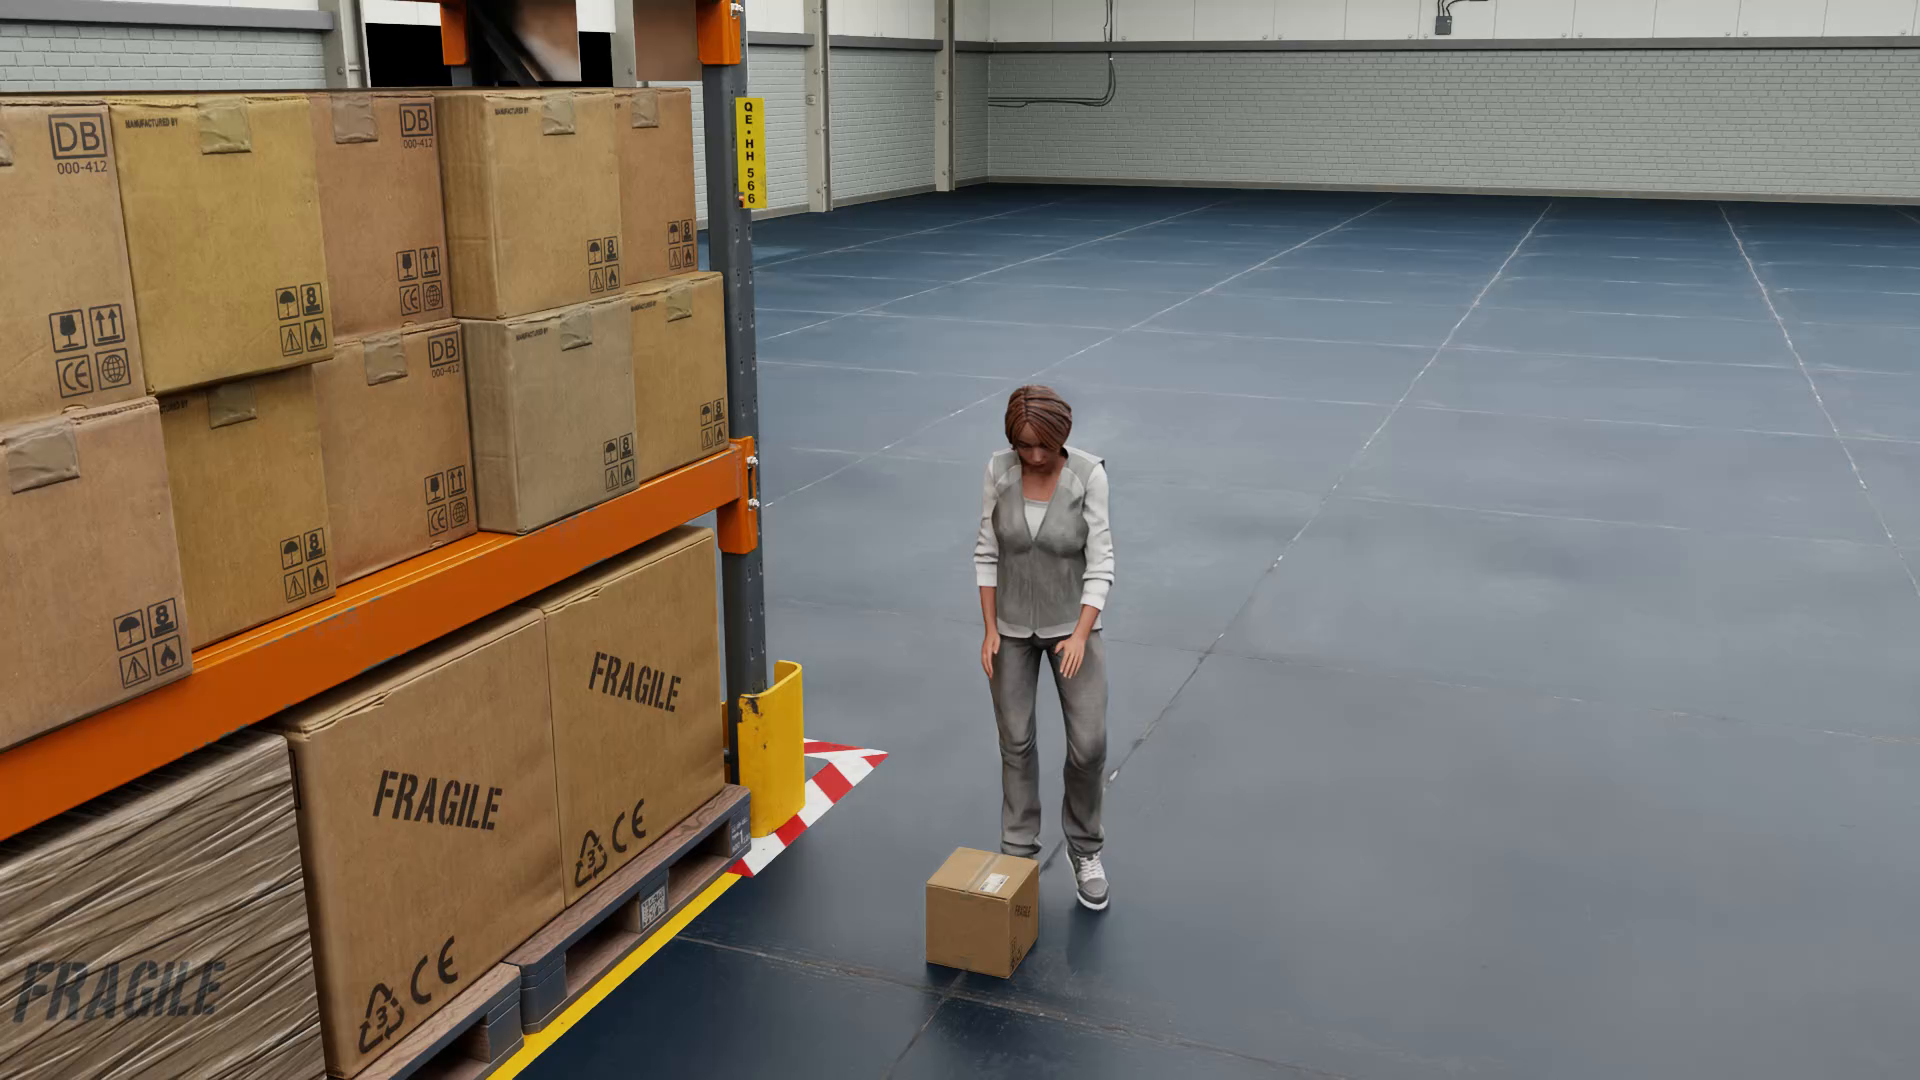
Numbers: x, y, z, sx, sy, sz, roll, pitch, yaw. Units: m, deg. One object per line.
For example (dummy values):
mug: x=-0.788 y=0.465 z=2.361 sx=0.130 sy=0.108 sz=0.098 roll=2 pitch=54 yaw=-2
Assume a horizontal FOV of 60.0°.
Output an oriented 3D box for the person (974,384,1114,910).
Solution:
person: x=0.241 y=0.326 z=4.891 sx=0.436 sy=1.577 sz=0.511 roll=4 pitch=16 yaw=15
